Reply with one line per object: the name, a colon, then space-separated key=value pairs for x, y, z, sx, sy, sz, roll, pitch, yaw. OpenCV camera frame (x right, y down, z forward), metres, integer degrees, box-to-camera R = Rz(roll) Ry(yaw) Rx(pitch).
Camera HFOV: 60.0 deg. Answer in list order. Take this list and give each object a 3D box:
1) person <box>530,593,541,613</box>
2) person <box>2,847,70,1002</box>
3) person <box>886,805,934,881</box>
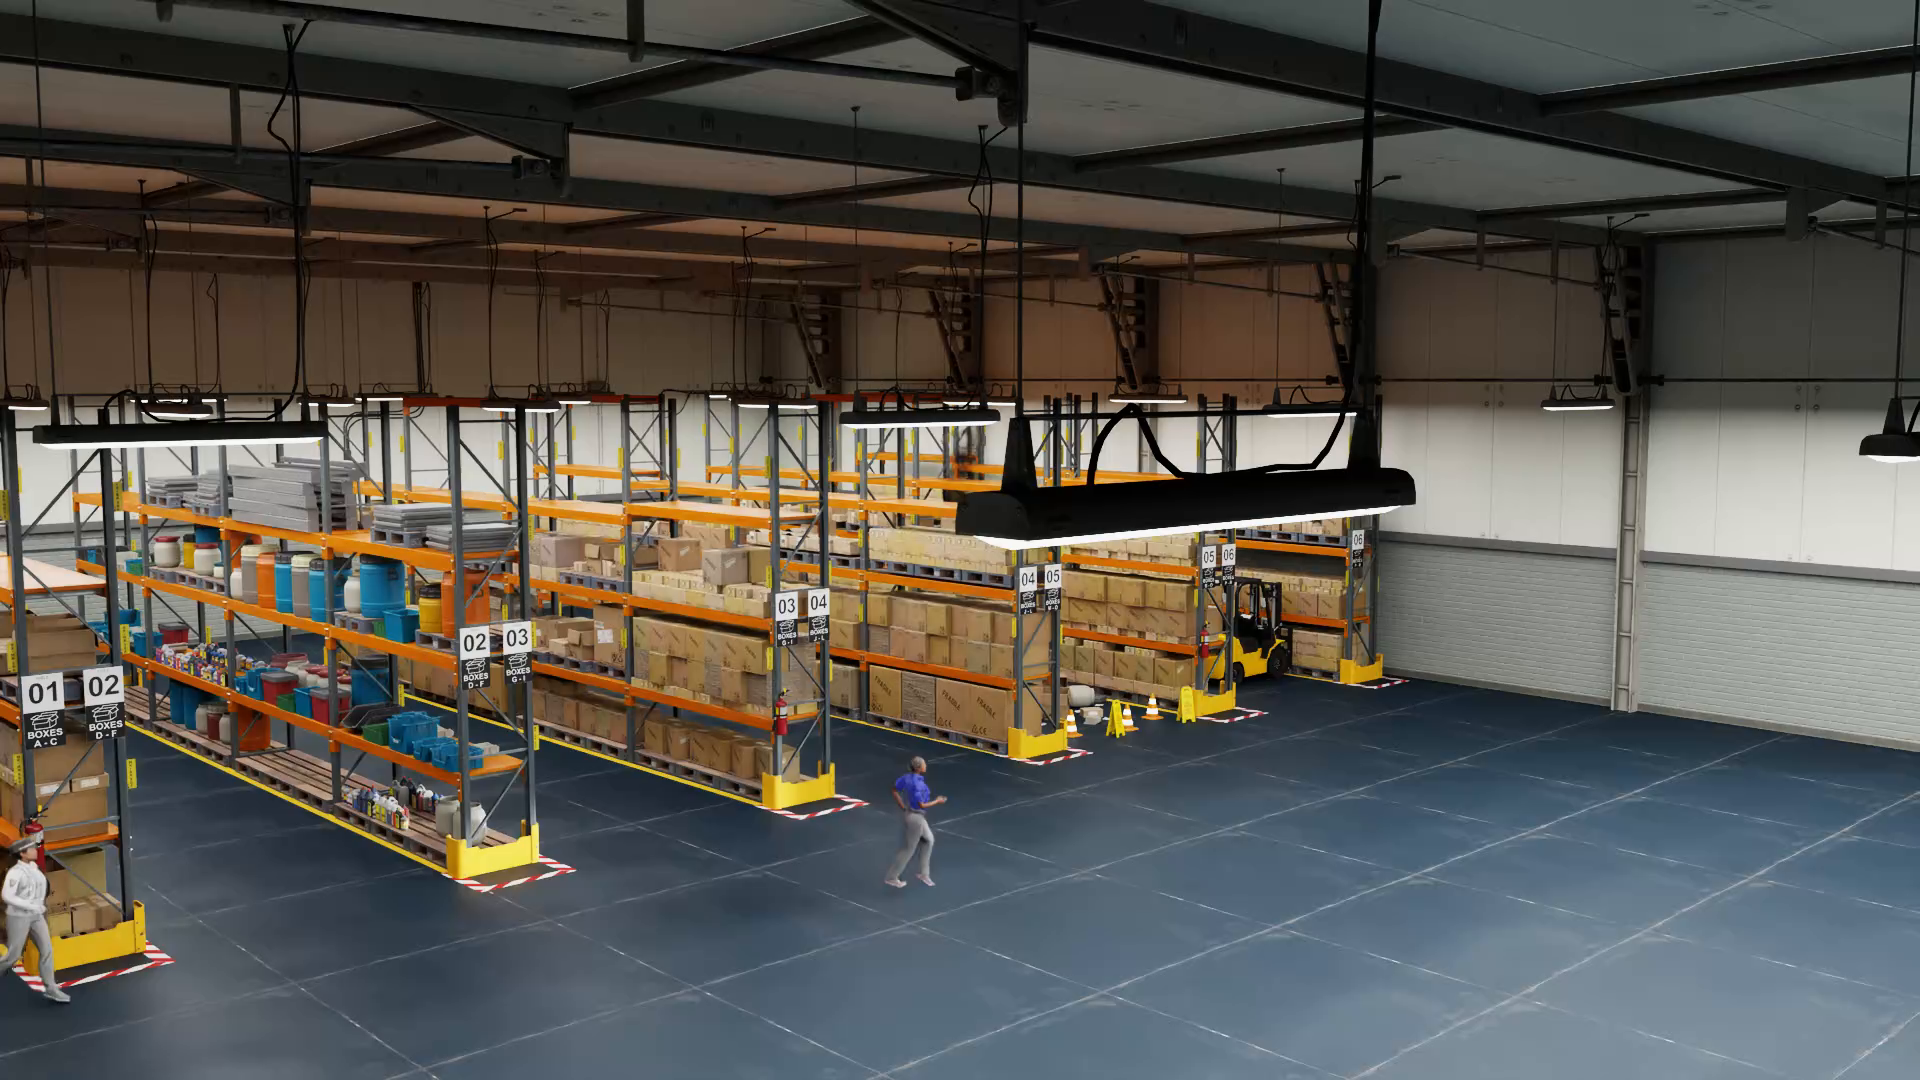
person: x=-9.700 y=1.787 z=37.225 sx=0.640 sy=1.654 sz=0.797 roll=-4 pitch=7 yaw=-36
person: x=-9.509 y=3.883 z=16.969 sx=0.919 sy=1.606 sz=0.674 roll=0 pitch=6 yaw=-1
person: x=-0.611 y=3.757 z=20.653 sx=0.653 sy=0.901 sz=0.373 roll=-1 pitch=6 yaw=-14
